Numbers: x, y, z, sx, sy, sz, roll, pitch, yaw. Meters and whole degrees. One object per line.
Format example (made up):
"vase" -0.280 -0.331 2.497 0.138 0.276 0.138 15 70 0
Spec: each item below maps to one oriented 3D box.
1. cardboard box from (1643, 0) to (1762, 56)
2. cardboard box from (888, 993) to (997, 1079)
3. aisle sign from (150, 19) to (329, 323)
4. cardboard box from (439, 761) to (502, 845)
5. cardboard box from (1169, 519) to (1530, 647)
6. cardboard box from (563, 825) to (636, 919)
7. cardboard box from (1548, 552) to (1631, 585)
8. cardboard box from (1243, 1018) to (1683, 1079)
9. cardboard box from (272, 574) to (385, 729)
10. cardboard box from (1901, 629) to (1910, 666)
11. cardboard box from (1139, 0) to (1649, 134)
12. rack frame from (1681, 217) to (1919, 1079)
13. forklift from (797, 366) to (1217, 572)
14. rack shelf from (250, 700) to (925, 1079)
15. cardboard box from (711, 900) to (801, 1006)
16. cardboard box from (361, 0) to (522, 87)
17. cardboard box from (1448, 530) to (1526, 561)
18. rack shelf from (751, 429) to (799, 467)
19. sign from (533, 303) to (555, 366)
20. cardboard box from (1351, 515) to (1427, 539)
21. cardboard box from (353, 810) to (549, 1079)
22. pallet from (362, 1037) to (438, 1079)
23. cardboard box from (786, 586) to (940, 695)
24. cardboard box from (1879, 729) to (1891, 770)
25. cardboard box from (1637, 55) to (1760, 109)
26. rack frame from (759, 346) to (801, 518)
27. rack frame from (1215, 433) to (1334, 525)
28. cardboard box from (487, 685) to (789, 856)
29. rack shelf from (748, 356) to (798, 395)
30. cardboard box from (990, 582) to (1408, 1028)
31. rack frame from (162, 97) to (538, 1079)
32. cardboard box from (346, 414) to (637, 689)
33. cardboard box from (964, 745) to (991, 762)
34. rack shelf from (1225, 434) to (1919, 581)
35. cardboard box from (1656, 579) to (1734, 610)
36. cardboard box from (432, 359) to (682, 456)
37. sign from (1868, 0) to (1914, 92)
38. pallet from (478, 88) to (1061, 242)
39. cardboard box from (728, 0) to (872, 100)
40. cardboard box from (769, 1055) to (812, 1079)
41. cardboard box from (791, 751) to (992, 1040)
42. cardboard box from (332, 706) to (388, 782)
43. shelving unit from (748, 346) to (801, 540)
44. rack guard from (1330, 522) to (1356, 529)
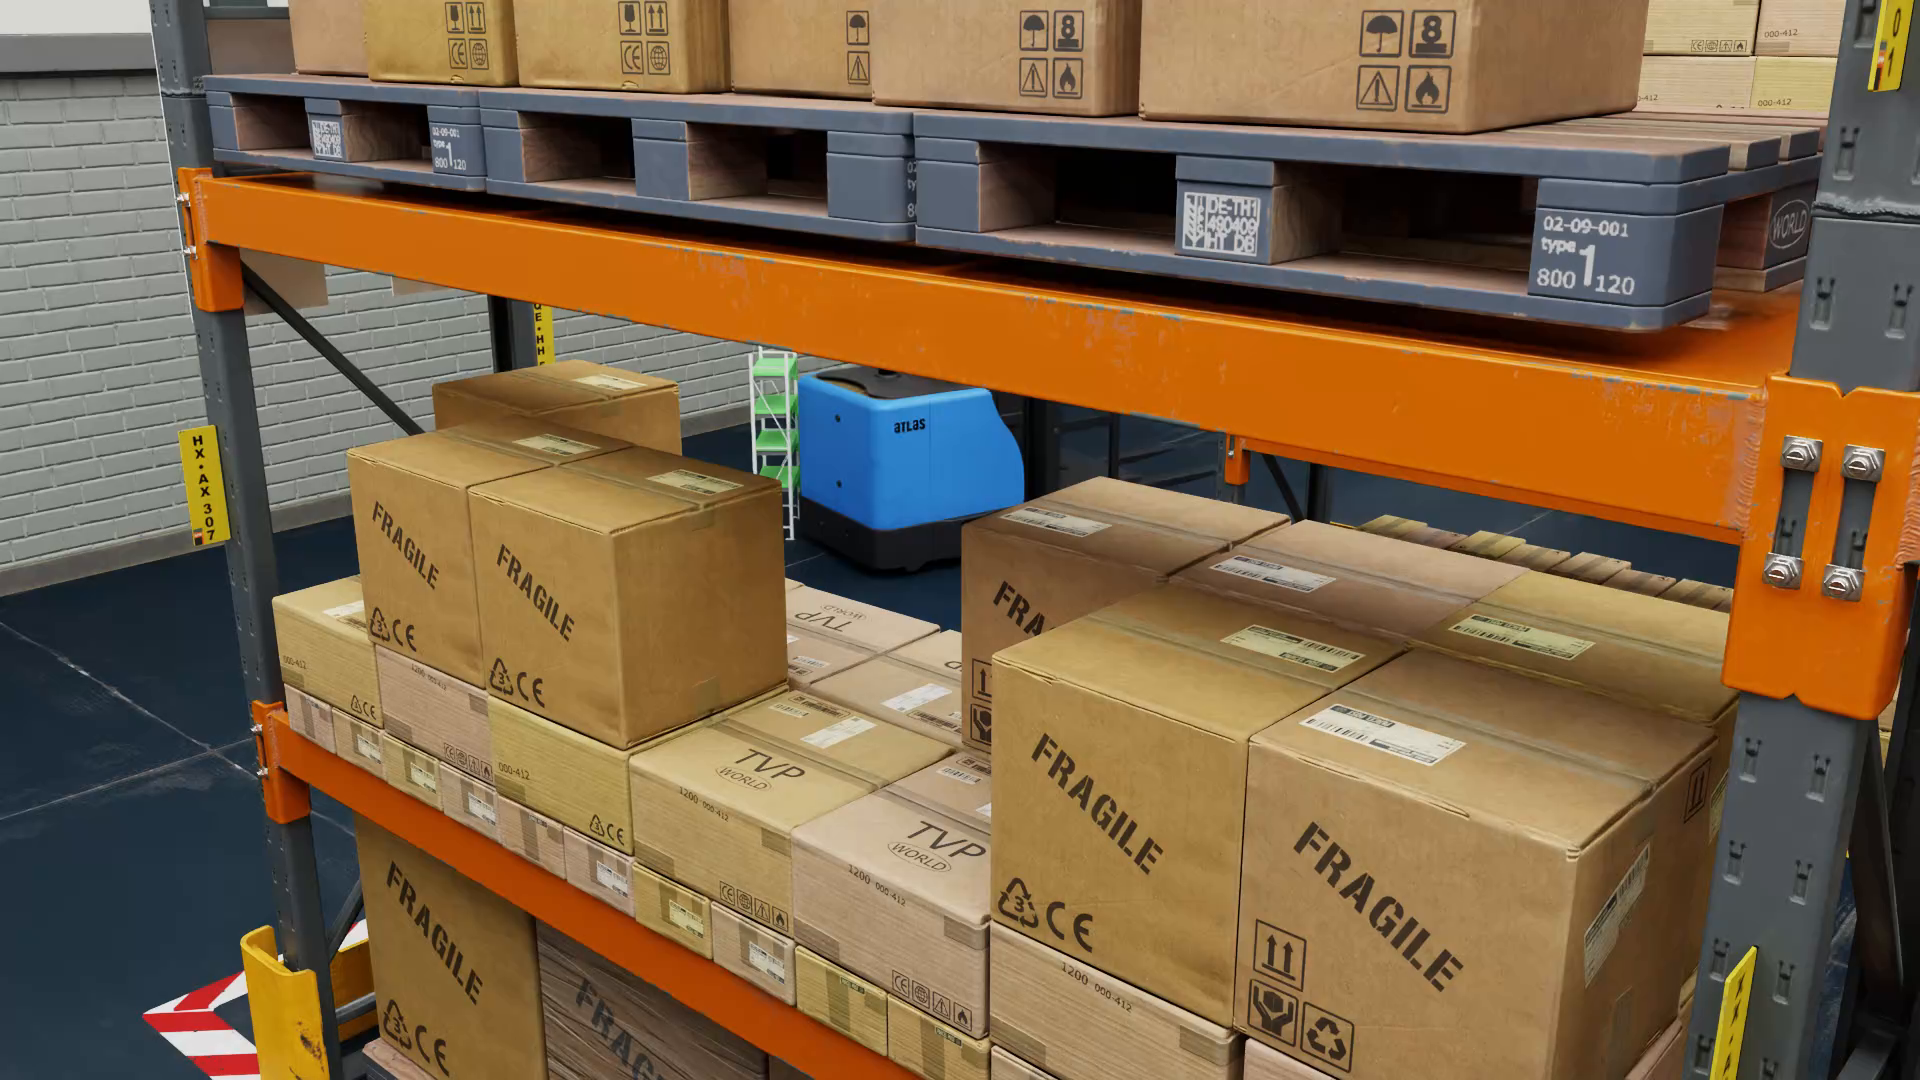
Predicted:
"cardboard box" 2.967 -2.063 6.617 0.500 0.250 0.500 14 22 37
"cardboard box" 0.079 0.907 3.209 0.250 0.149 0.380 16 23 40
"aisle sign" -1.950 -1.008 4.530 0.004 0.787 0.394 15 23 39
"cardboard box" -1.070 0.598 4.183 0.250 0.149 0.380 15 23 38
"cardboard box" 0.743 0.299 3.228 0.500 0.500 0.500 15 23 39
"cardboard box" -0.687 0.701 3.858 0.250 0.149 0.380 15 23 39
"cardboard box" 3.052 0.195 8.075 0.250 0.149 0.380 16 24 41
"cardboard box" 0.790 0.882 2.631 0.500 0.250 0.500 14 23 38
"cardboard box" -1.517 0.265 4.573 0.500 0.250 0.500 14 23 38
"cardboard box" 3.944 0.483 7.167 0.250 0.149 0.380 14 23 38
"cardboard box" 0.669 -0.887 2.466 0.500 0.500 0.700 13 22 36
"rack frame" 1.295 0.981 2.561 0.127 3.000 1.000 15 23 39
"forklift" 0.486 -1.529 10.584 3.031 2.935 1.130 -12 21 -32
"rack shelf" -0.201 0.923 3.935 4.000 0.370 1.077 15 23 39
"cardboard box" -0.302 0.805 3.533 0.250 0.149 0.380 16 23 40
"cardboard box" -0.932 -1.315 3.811 0.500 0.500 0.700 14 22 37
"cardboard box" 2.663 0.087 8.414 0.250 0.149 0.380 14 23 38
"rack shelf" -1.180 -0.586 10.687 0.258 0.148 0.480 0 18 0
"sign" -1.327 -0.607 5.259 0.005 0.325 0.100 15 23 39
"cardboard box" 2.235 0.000 8.687 0.250 0.149 0.380 15 23 40
"cardboard box" -1.165 1.101 5.002 0.875 0.875 0.875 15 23 39
"pallet" -1.047 1.650 5.063 1.213 0.211 1.003 15 23 39
"cardboard box" -0.399 0.349 4.309 0.500 0.250 0.500 14 22 37
"cardboard box" 3.793 0.804 6.648 0.250 0.149 0.380 14 22 37
"cardboard box" 3.000 -1.821 6.679 0.500 0.250 0.500 15 23 39
"rack frame" -1.178 -0.721 10.900 0.240 1.200 0.015 0 18 0
"rack frame" 1.671 -0.924 8.564 0.127 3.000 1.000 15 23 39
"cardboard box" -0.751 0.470 3.929 0.500 0.250 0.500 14 22 37
"rack shelf" -1.180 -1.044 10.541 0.258 0.148 0.480 0 18 0
"cardboard box" 0.401 0.420 2.845 0.500 0.500 0.500 15 23 40
"rack frame" -1.697 0.178 5.092 0.127 3.000 1.000 15 23 39
"cardboard box" -1.143 0.008 4.143 0.500 0.500 0.500 14 23 38
"cardboard box" 0.357 0.554 3.665 0.500 0.250 0.500 16 23 41
"rack shelf" 3.167 -0.179 7.407 4.000 0.370 1.077 15 23 39
"cardboard box" 3.390 0.319 7.683 0.250 0.149 0.380 15 23 40
"cardboard box" -1.158 -0.211 4.835 0.500 0.500 0.500 15 23 40
"sign" 0.927 -0.607 1.620 0.005 0.325 0.100 15 23 39
"pallet" -0.219 -0.818 3.418 1.213 0.211 1.003 15 23 39
"cardboard box" -0.027 -1.134 3.241 0.500 0.500 0.700 16 24 42
"cardboard box" 0.181 1.462 3.863 0.875 0.875 0.875 15 23 39
"cardboard box" 0.020 0.676 3.279 0.500 0.250 0.500 16 23 40
"cardboard box" -1.458 0.495 4.509 0.250 0.149 0.380 15 23 38
"shelving unit" -1.180 -0.647 10.667 0.258 1.200 0.503 0 18 0
"rack guard" 1.728 0.283 8.894 0.348 0.500 1.175 15 23 39
